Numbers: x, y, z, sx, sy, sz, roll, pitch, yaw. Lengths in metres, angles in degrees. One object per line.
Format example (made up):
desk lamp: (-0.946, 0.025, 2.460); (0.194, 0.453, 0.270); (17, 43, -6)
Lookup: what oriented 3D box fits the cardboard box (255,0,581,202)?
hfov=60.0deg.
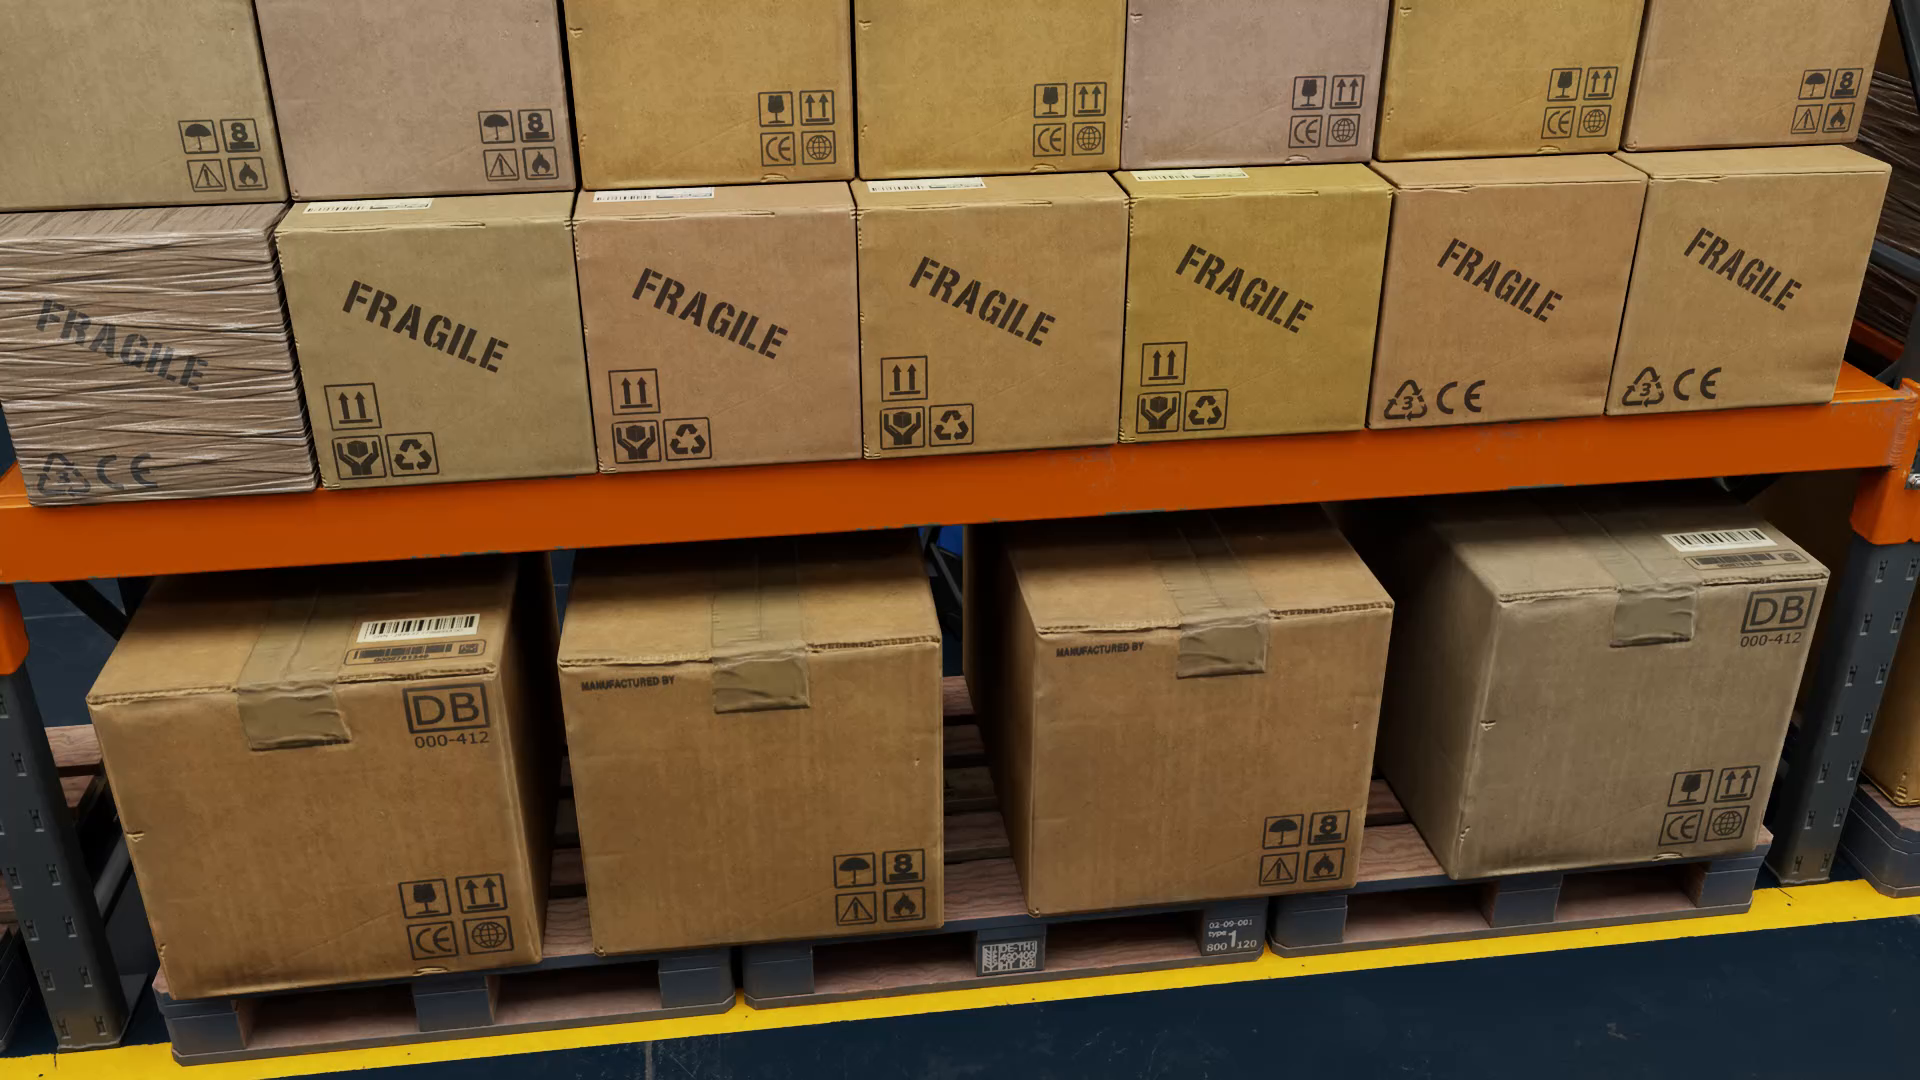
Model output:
cardboard box: (-1.005, -1.001, 3.211); (0.500, 0.500, 0.700); (-4, 27, -8)

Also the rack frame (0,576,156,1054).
rack frame: (-1.952, -0.455, 3.352); (0.127, 3.000, 1.000); (-4, 27, -7)

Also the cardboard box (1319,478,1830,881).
cardboard box: (1.407, 0.185, 4.109); (0.750, 0.750, 1.050); (-4, 27, -7)

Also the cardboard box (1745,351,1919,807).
cardboard box: (2.642, 0.040, 4.253); (0.875, 0.875, 0.875); (-3, 27, -6)

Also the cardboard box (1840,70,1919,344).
cardboard box: (2.373, -0.805, 3.869); (0.550, 0.550, 0.875); (-4, 27, -7)

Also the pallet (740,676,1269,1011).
pallet: (-1.744, -0.368, 6.237); (4.108, 0.211, 6.107); (-4, 27, -7)

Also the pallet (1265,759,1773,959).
pallet: (1.255, 0.614, 4.322); (1.213, 0.211, 1.003); (-4, 27, -7)

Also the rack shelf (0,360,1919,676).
rack shelf: (0.029, -0.262, 3.764); (4.000, 0.370, 1.077); (-4, 27, -7)

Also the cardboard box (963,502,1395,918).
cardboard box: (0.451, 0.244, 3.993); (0.750, 0.750, 1.050); (-4, 27, -7)

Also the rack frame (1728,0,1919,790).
rack frame: (2.009, -0.708, 3.845); (0.053, 2.616, 0.949); (-4, 27, -7)

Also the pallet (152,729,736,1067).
pallet: (-1.161, 0.769, 4.020); (1.213, 0.211, 1.003); (-4, 27, -7)

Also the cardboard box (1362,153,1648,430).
cardboard box: (1.029, -0.568, 3.462); (0.500, 0.500, 0.500); (-4, 27, -8)

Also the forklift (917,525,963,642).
forklift: (-0.506, -1.502, 5.563); (1.129, 2.843, 3.031); (-24, 36, -39)

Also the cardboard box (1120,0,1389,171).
cardboard box: (0.509, -1.099, 3.402); (0.500, 0.500, 0.700); (-3, 27, -7)

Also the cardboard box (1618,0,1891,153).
cardboard box: (1.518, -1.165, 3.530); (0.500, 0.500, 0.700); (-4, 27, -8)

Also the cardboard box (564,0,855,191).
cardboard box: (-0.498, -1.035, 3.277); (0.500, 0.500, 0.700); (-4, 27, -8)

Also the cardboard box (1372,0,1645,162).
cardboard box: (1.009, -1.131, 3.464); (0.500, 0.500, 0.700); (-4, 27, -8)

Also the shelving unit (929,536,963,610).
shelving unit: (0.568, -0.244, 4.678); (1.030, 0.981, 0.538); (-2, 42, -25)

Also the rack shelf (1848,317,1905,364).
rack shelf: (3.990, -0.636, 4.199); (3.809, 0.052, 0.919); (-4, 27, -7)

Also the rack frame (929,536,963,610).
rack frame: (0.107, -0.225, 4.465); (0.013, 0.981, 0.475); (-2, 42, -25)

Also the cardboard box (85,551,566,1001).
cardboard box: (-1.336, 0.361, 3.766); (0.750, 0.750, 1.050); (-4, 27, -8)
